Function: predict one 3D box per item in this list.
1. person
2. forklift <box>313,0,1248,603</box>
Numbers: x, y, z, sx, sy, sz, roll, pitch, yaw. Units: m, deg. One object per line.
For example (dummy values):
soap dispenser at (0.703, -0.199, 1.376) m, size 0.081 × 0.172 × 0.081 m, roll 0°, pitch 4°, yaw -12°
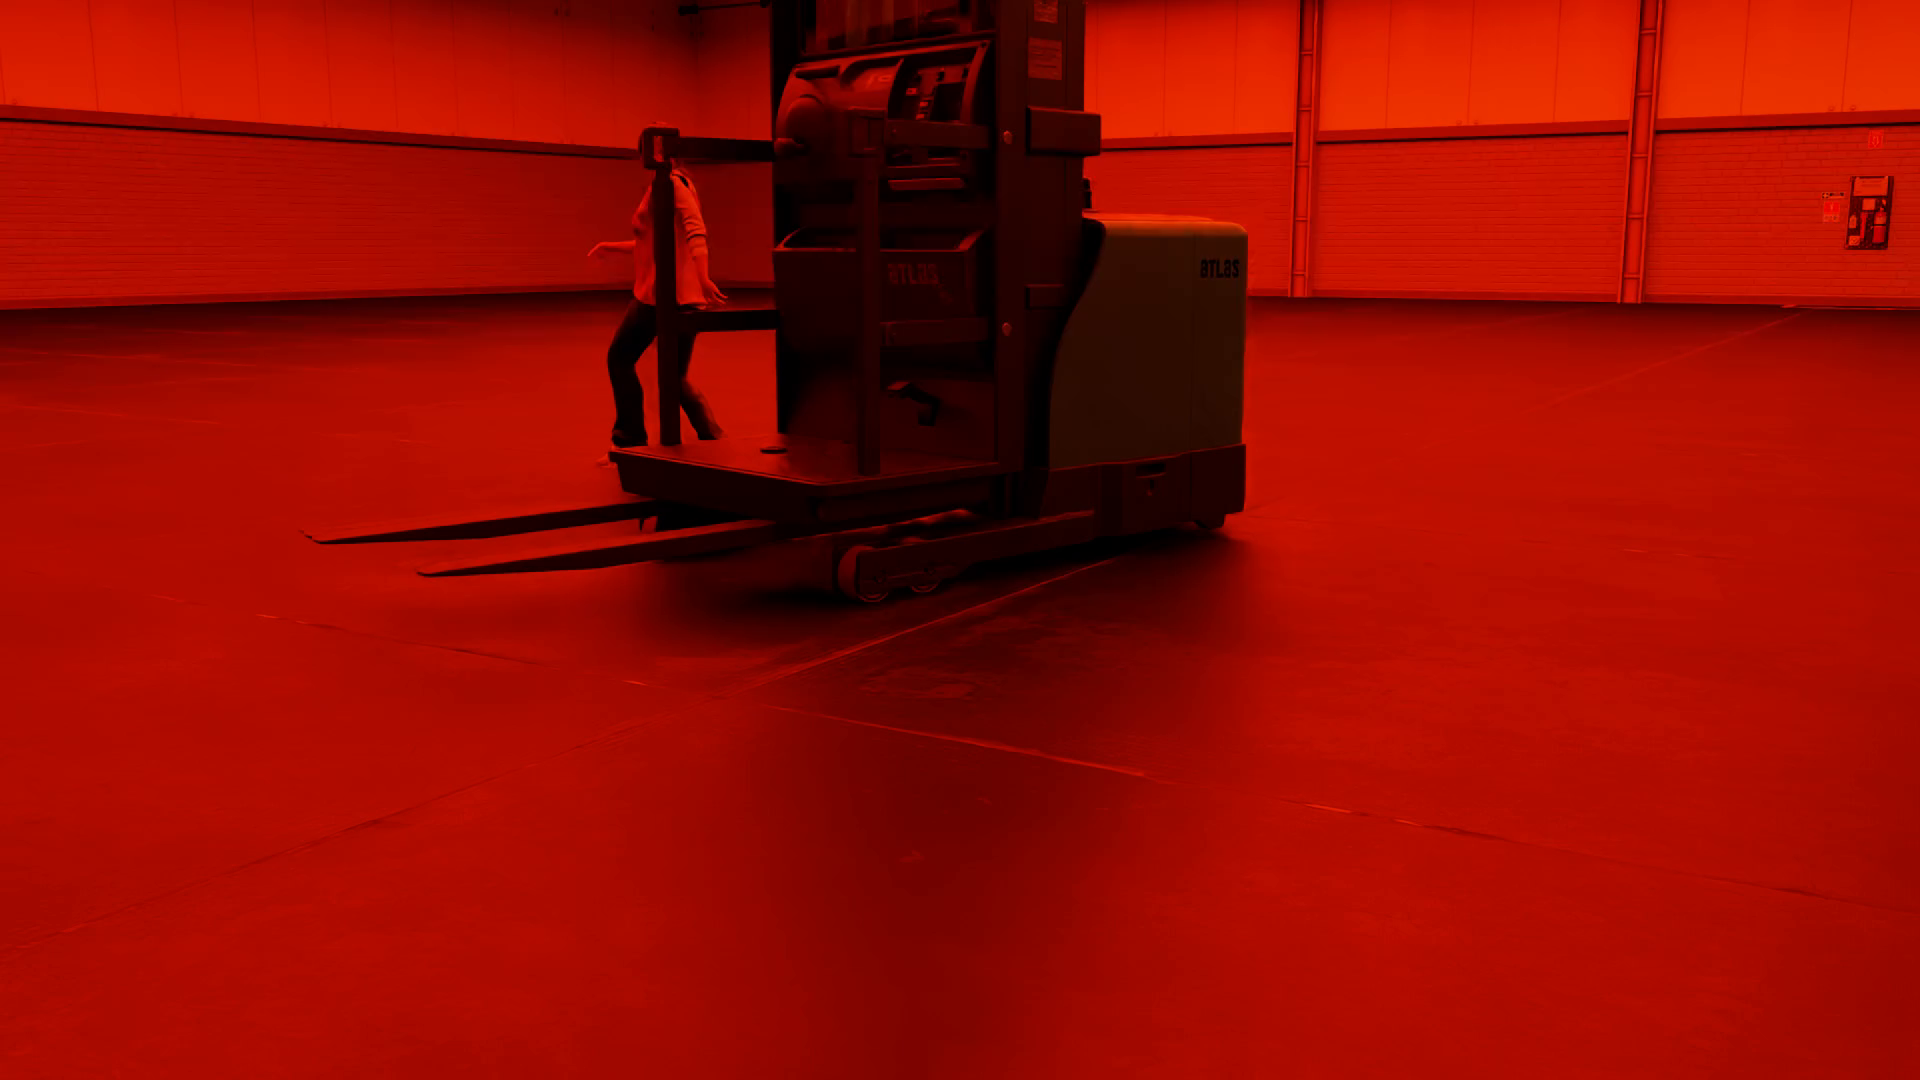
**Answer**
person at (-1.307, -1.051, 7.341) m, size 0.828 × 1.543 × 0.436 m, roll 5°, pitch 11°, yaw 24°
forklift at (-0.405, -1.365, 5.016) m, size 3.031 × 2.935 × 1.130 m, roll -9°, pitch 14°, yaw -43°
